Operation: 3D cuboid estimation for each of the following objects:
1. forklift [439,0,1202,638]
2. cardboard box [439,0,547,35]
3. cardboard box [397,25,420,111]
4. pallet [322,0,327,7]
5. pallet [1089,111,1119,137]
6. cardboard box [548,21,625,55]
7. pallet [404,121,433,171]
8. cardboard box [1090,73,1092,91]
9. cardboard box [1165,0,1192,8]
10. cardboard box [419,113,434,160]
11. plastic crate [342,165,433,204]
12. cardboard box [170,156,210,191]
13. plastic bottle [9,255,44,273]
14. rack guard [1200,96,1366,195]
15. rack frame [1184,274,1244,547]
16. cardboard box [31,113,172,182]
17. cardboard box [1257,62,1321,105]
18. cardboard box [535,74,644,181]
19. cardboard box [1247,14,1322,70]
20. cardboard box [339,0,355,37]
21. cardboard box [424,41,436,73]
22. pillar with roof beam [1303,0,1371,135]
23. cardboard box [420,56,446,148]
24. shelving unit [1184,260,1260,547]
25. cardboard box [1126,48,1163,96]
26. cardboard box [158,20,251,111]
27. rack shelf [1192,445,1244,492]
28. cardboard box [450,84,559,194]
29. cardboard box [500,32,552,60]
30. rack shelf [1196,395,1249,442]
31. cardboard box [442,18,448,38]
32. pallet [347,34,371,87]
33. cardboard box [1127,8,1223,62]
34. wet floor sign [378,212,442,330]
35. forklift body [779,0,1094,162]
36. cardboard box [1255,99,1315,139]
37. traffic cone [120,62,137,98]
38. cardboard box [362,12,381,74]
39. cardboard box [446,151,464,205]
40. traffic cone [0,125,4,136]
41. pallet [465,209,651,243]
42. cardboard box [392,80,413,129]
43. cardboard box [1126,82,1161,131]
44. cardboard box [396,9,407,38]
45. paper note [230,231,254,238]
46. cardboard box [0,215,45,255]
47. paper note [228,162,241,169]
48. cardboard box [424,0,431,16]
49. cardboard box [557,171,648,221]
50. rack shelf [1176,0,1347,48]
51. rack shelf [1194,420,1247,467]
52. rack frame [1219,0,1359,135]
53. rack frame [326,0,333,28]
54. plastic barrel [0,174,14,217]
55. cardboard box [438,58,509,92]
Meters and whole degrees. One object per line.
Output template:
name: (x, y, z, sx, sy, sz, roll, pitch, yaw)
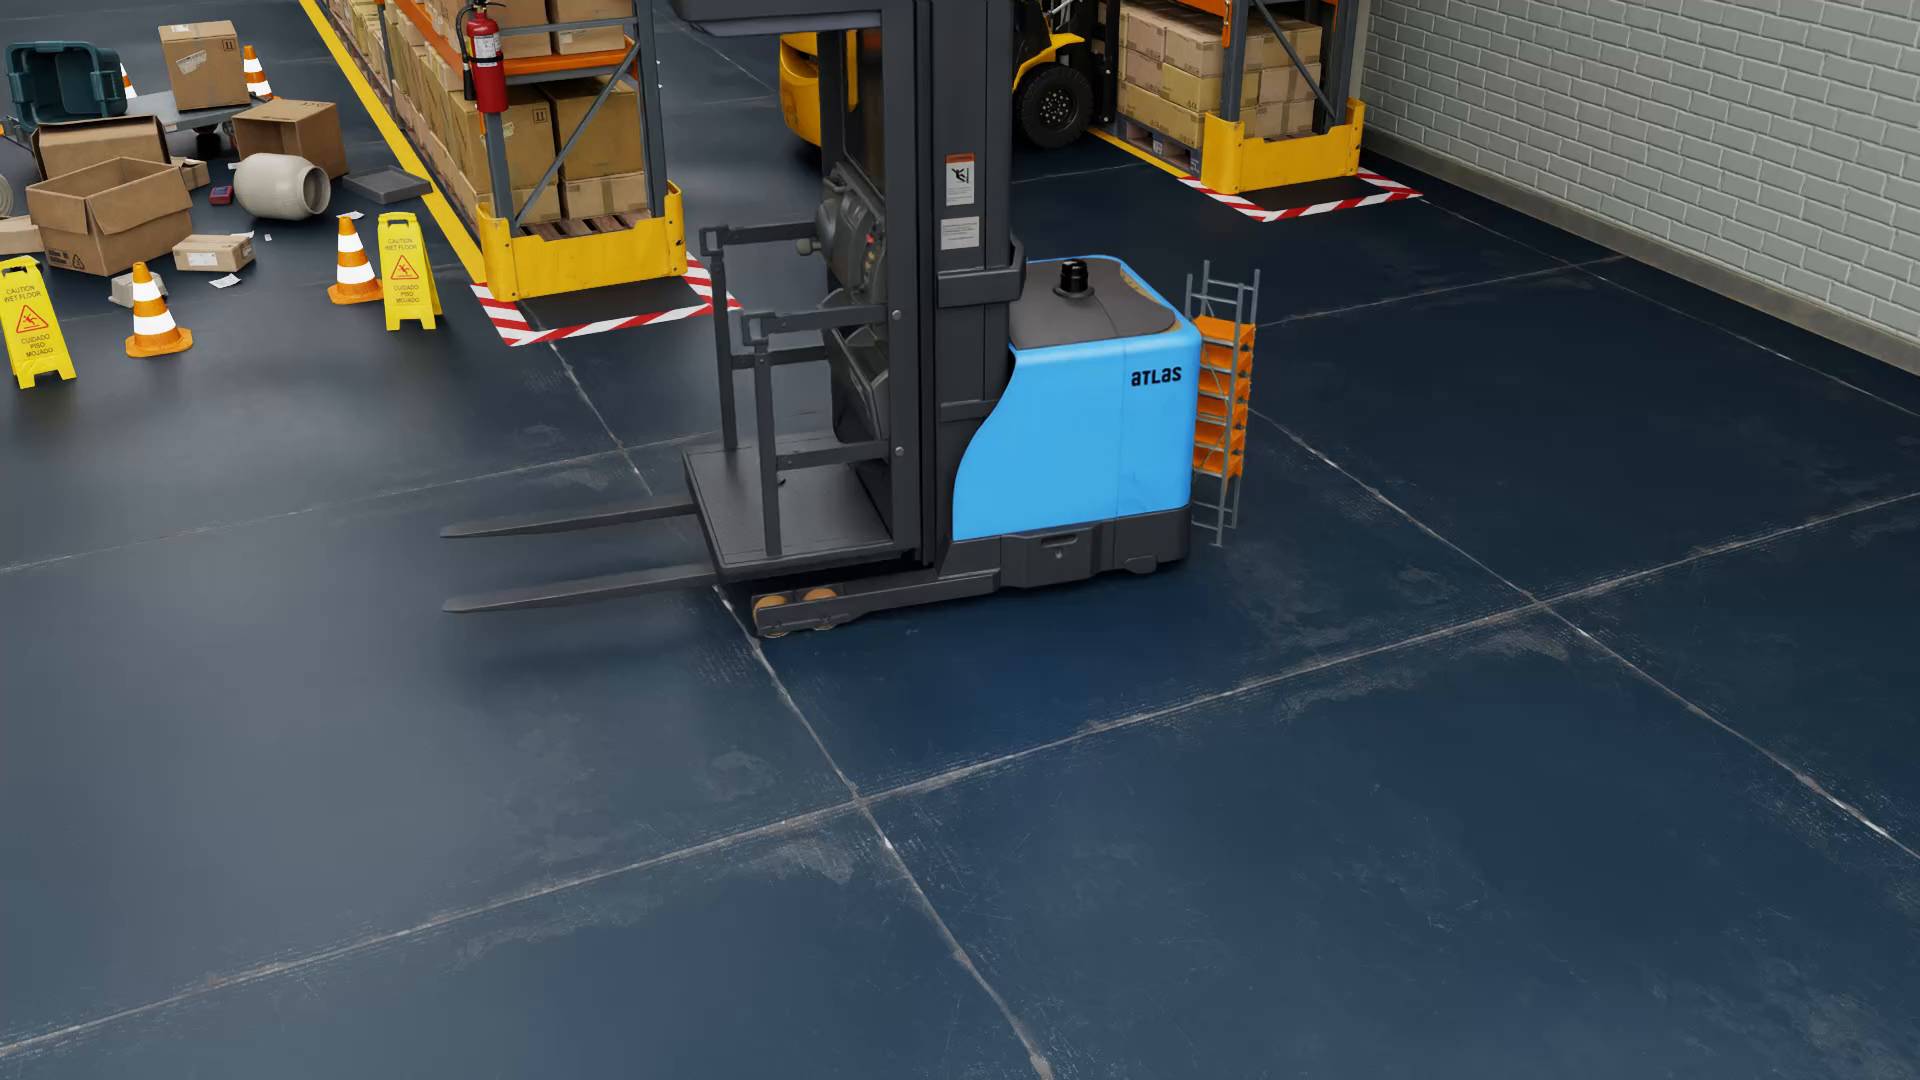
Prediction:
forklift: (-0.606, -1.179, 6.357, 3.031, 2.935, 1.130, -8, 30, -14)
cardboard box: (-2.696, -3.211, 9.504, 0.500, 0.500, 0.500, -14, 32, -23)
cardboard box: (-3.681, -3.383, 11.831, 0.500, 0.500, 0.500, -12, 31, -20)
pallet: (-5.919, -5.538, 16.910, 1.003, 0.211, 1.213, -13, 32, -22)
pallet: (1.382, -3.551, 13.367, 1.003, 0.211, 1.213, -13, 32, -22)
cardboard box: (-2.173, -2.940, 9.683, 0.380, 0.149, 0.250, -13, 32, -22)
pallet: (-3.611, -3.118, 12.594, 1.003, 0.211, 1.213, -13, 32, -22)
cardboard box: (1.126, -3.694, 13.153, 0.500, 0.250, 0.500, -12, 31, -20)
cardboard box: (1.809, -4.015, 12.703, 0.500, 0.250, 0.500, -13, 32, -22)
cardboard box: (-3.452, -2.822, 11.598, 0.500, 0.250, 0.500, -14, 32, -23)
plastic crate: (-3.998, -2.484, 11.598, 0.583, 0.080, 0.402, 26, 38, 38)
cardboard box: (-5.520, -2.620, 11.651, 0.396, 0.266, 0.258, 13, 32, 21)
plastic bottle: (-5.747, -1.692, 10.204, 0.283, 0.061, 0.133, 26, 38, 38)
rack guard: (2.278, -2.799, 11.731, 1.175, 0.500, 0.348, -13, 32, -22)
rack frame: (1.024, -0.523, 6.956, 0.240, 1.200, 0.006, 15, 33, 25)
cardboard box: (-5.663, -2.482, 11.023, 0.797, 0.637, 0.503, -13, 32, -22)
cardboard box: (2.253, -3.353, 12.034, 0.500, 0.250, 0.500, -12, 32, -21)
cardboard box: (-2.321, -2.592, 10.420, 0.500, 0.500, 0.500, -14, 32, -24)
cardboard box: (2.232, -3.572, 11.913, 0.500, 0.250, 0.500, -14, 32, -23)
cardboard box: (-5.091, -4.851, 15.092, 0.950, 0.372, 0.625, -14, 32, -23)
cardboard box: (-3.228, -3.126, 10.709, 0.380, 0.149, 0.250, -12, 31, -20)
pillar with roof beam: (-1.105, -6.110, 8.945, 9.100, 9.000, 0.400, -13, 32, -22)
cardboard box: (-3.231, -2.920, 11.006, 0.500, 0.500, 0.500, -14, 32, -23)
shelving unit: (1.069, -0.562, 7.025, 0.258, 1.200, 0.189, 15, 33, 25)
cardboard box: (1.571, -3.475, 12.251, 0.500, 0.250, 0.500, -13, 32, -22)
cardboard box: (-5.526, -3.476, 12.164, 0.500, 0.500, 0.500, -13, 32, -22)
rack shelf: (1.068, -0.314, 7.164, 0.258, 0.103, 0.180, 15, 33, 25)
cardboard box: (-2.793, -2.466, 10.196, 0.500, 0.500, 0.500, -13, 32, -22)
cardboard box: (-2.568, -2.867, 9.553, 0.380, 0.149, 0.250, -12, 31, -20)
rack shelf: (1.069, -0.523, 7.047, 0.258, 0.103, 0.180, 15, 33, 25)
cardboard box: (-2.867, -3.073, 9.921, 0.380, 0.149, 0.250, -14, 32, -23)
pallet: (-4.794, -4.290, 14.685, 1.003, 0.211, 1.213, -13, 32, -22)
cardboard box: (1.564, -3.682, 12.109, 0.500, 0.250, 0.500, -12, 32, -21)
wet floor sign: (-3.099, -1.521, 9.302, 0.267, 0.644, 0.232, -3, 29, -5)
forklift body: (-0.194, -3.984, 12.156, 2.313, 2.155, 1.214, -13, 32, -22)
cardboard box: (2.233, -3.142, 12.168, 0.500, 0.250, 0.500, -13, 32, -22)
traffic cone: (-6.755, -3.688, 13.355, 0.336, 0.463, 0.334, -13, 32, -22)
cardboard box: (-4.470, -4.208, 13.945, 0.950, 0.372, 0.625, -11, 31, -19)
cardboard box: (-3.019, -2.371, 10.793, 0.500, 0.250, 0.500, -13, 32, -22)
traffic cone: (-7.570, -3.342, 12.737, 0.336, 0.463, 0.334, -13, 32, -22)
pallet: (-2.563, -2.040, 10.672, 1.003, 0.211, 1.213, -13, 32, -22)
cardboard box: (-3.922, -3.290, 12.432, 0.500, 0.250, 0.500, -15, 32, -24)
cardboard box: (1.576, -3.247, 12.355, 0.500, 0.250, 0.500, -13, 32, -22)
cardboard box: (-3.700, -3.605, 11.564, 0.380, 0.149, 0.250, -12, 31, -20)
paper note: (-4.647, -1.962, 10.730, 0.148, 0.019, 0.142, -3, 29, -5)
cardboard box: (-5.957, -1.974, 10.499, 0.396, 0.266, 0.258, -8, 30, -13)
paper note: (-5.244, -2.736, 12.097, 0.148, 0.019, 0.142, -13, 32, -22)
cardboard box: (-3.180, -3.417, 10.534, 0.380, 0.149, 0.250, -13, 32, -22)
cardboard box: (-2.310, -2.254, 10.585, 0.500, 0.250, 0.500, -13, 32, -22)
rack shelf: (1.409, -4.470, 12.890, 1.077, 0.370, 4.000, -13, 32, -22)
rack shelf: (1.068, -0.419, 7.106, 0.258, 0.103, 0.180, 15, 33, 25)
rack frame: (2.268, -3.900, 11.138, 1.000, 3.000, 0.127, -13, 32, -22)
rack frame: (-5.648, -6.390, 15.579, 1.000, 3.000, 0.127, -13, 32, -22)
plastic barrel: (-6.486, -2.236, 10.805, 0.512, 0.421, 0.421, 7, 30, 13)
cardboard box: (-3.012, -2.897, 10.302, 0.380, 0.149, 0.250, -12, 31, -21)
